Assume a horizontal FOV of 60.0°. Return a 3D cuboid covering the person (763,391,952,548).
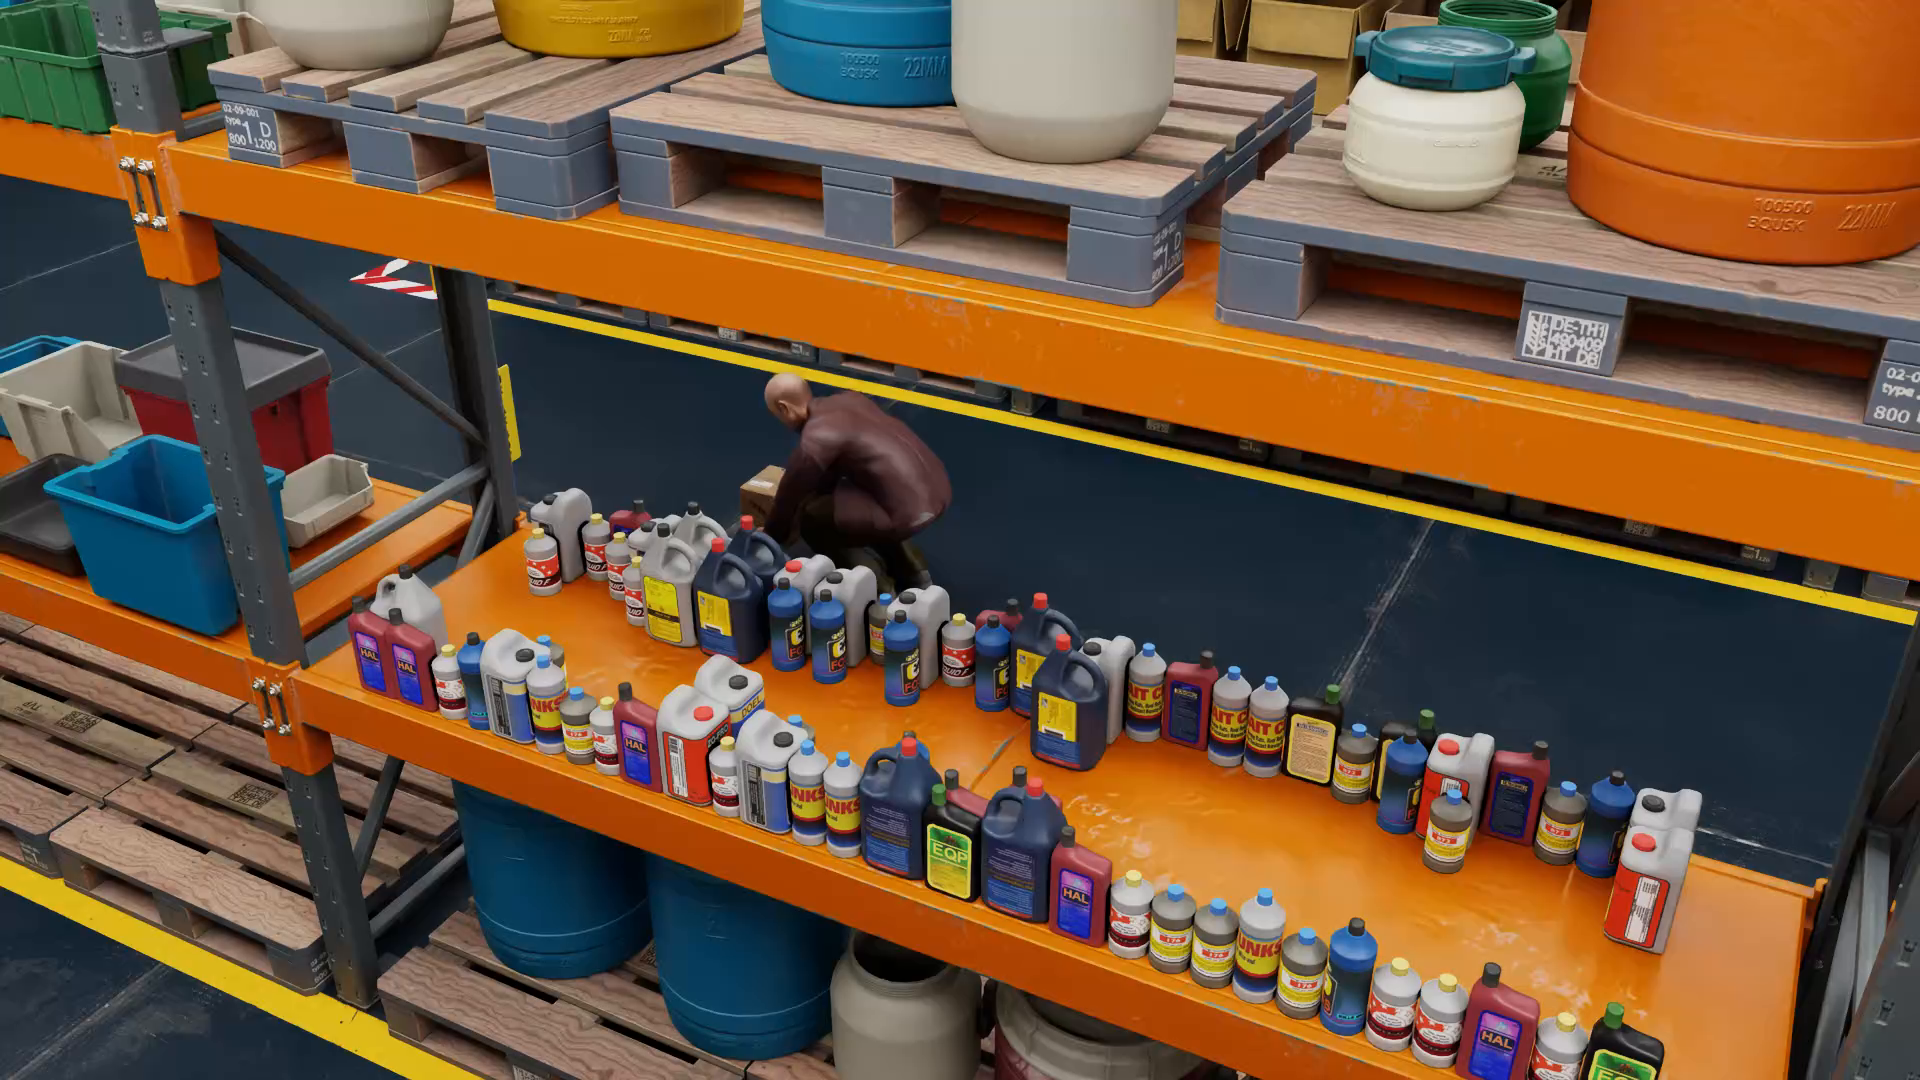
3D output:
[{"bbox_3d":[-0.440,-0.287,7.234,0.824,0.681,0.611,14,33,23],"label":"person"}]
